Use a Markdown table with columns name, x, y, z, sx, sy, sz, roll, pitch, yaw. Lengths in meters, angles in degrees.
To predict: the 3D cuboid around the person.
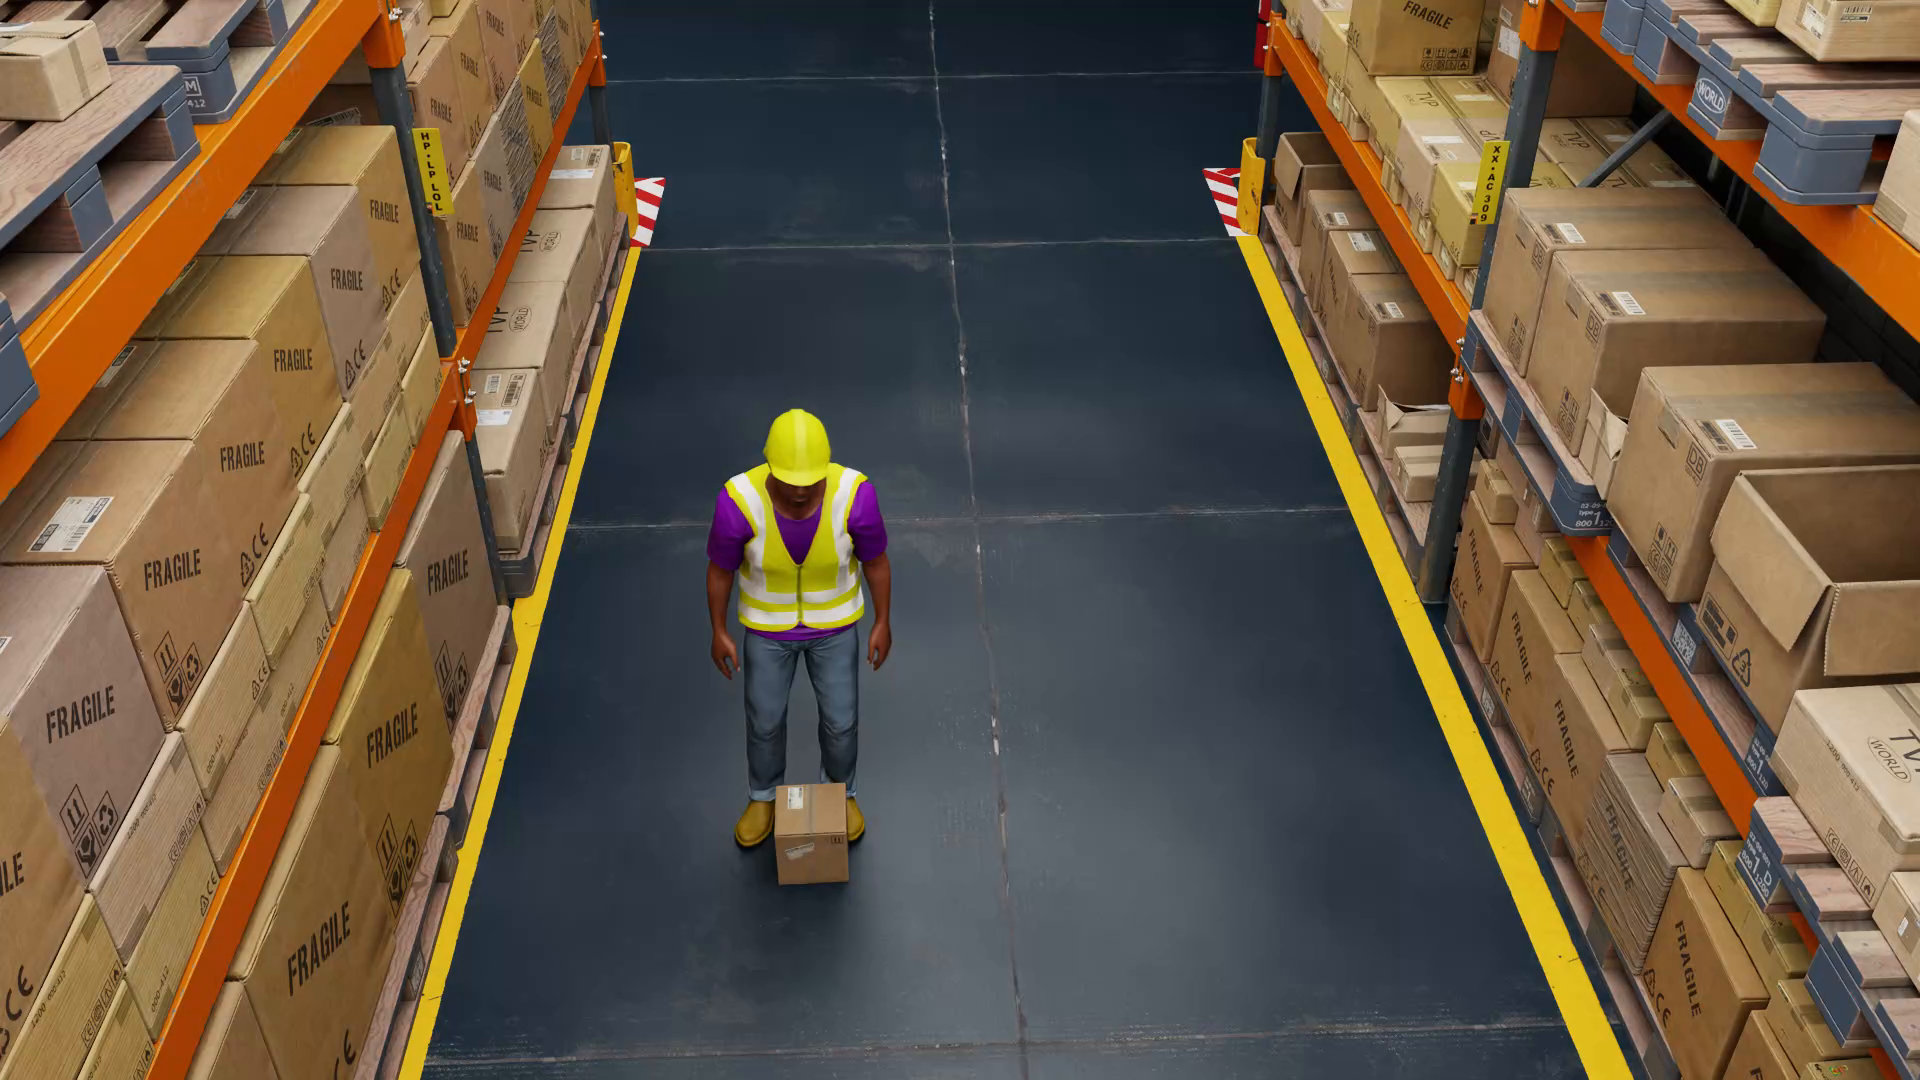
| name | x | y | z | sx | sy | sz | roll | pitch | yaw |
| --- | --- | --- | --- | --- | --- | --- | --- | --- | --- |
| person | -0.543 | 0.302 | 5.699 | 0.629 | 1.759 | 0.460 | -3 | 35 | -5 |
